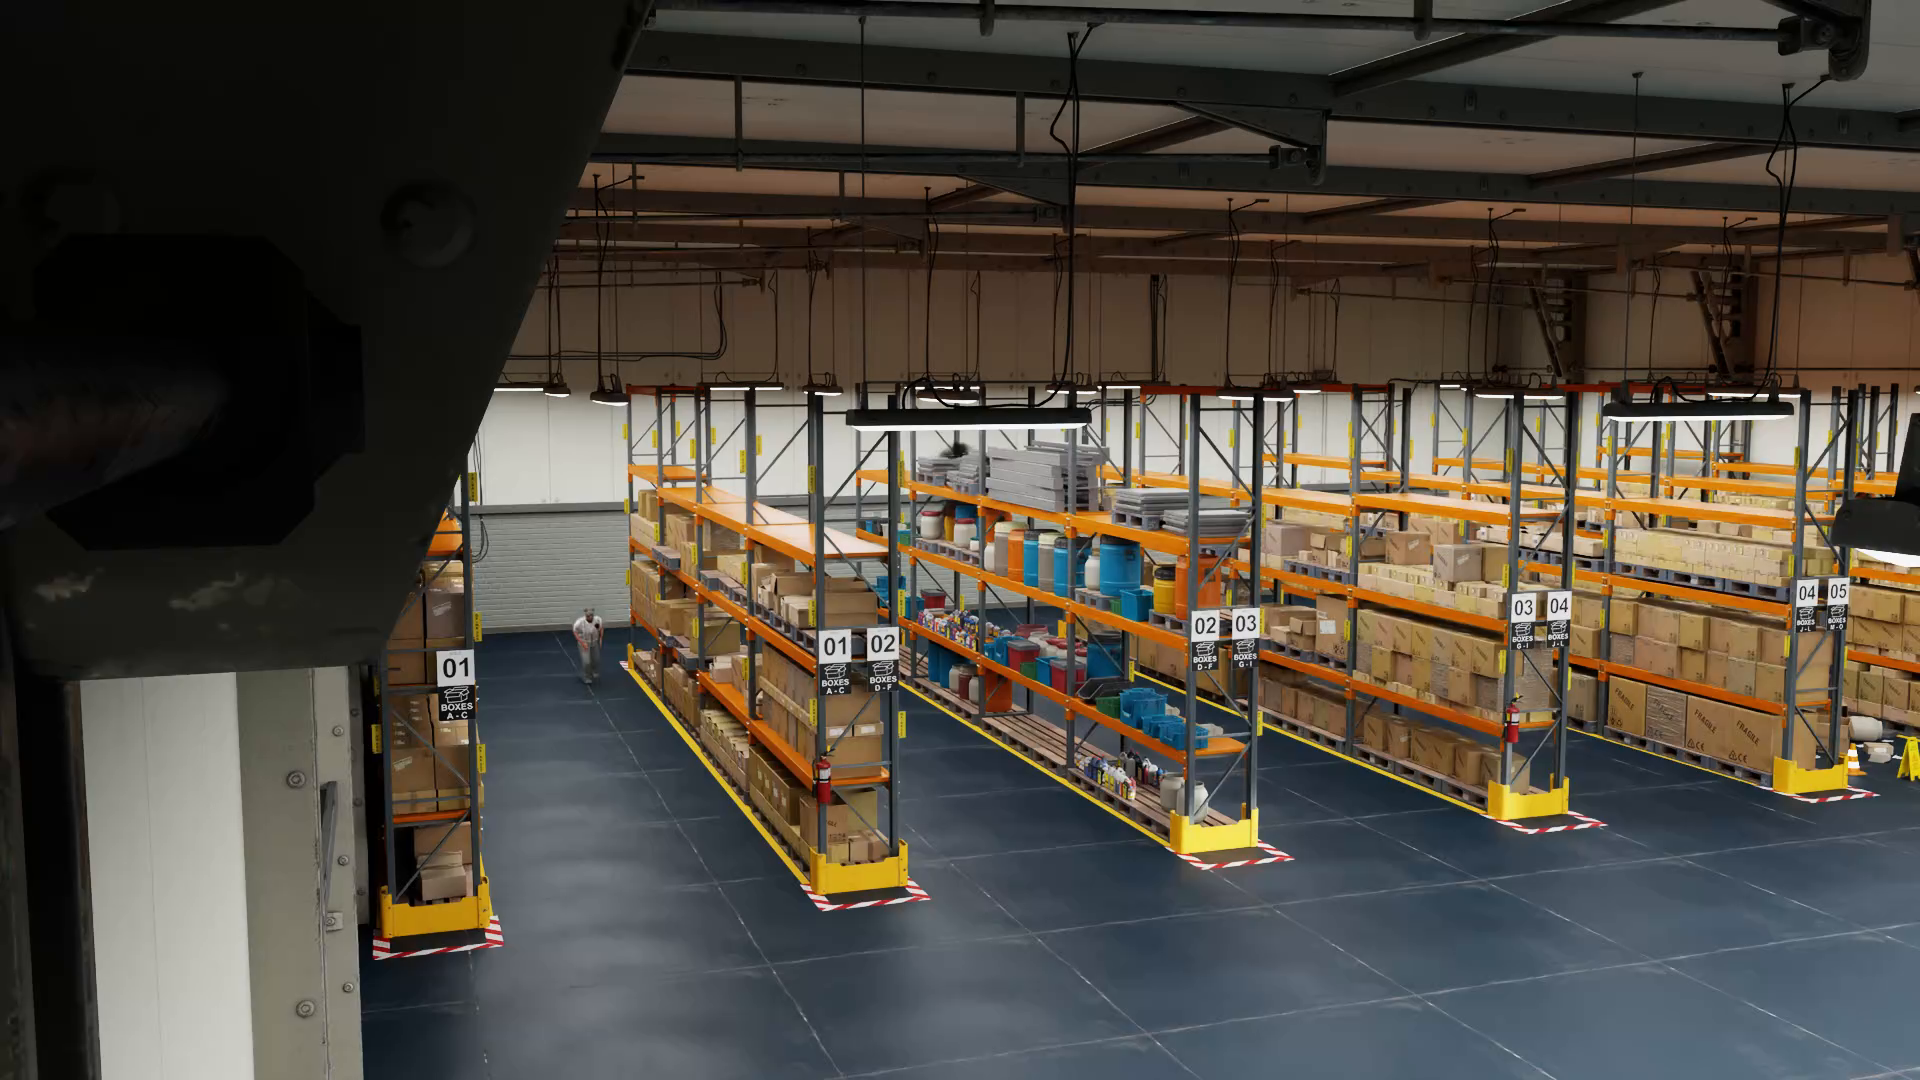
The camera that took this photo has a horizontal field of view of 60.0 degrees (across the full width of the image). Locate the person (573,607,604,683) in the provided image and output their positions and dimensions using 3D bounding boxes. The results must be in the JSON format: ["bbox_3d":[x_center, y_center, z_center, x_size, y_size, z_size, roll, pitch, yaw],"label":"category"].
[{"bbox_3d":[-7.467,2.094,33.427,0.688,1.589,0.874,-4,7,-36],"label":"person"}]
